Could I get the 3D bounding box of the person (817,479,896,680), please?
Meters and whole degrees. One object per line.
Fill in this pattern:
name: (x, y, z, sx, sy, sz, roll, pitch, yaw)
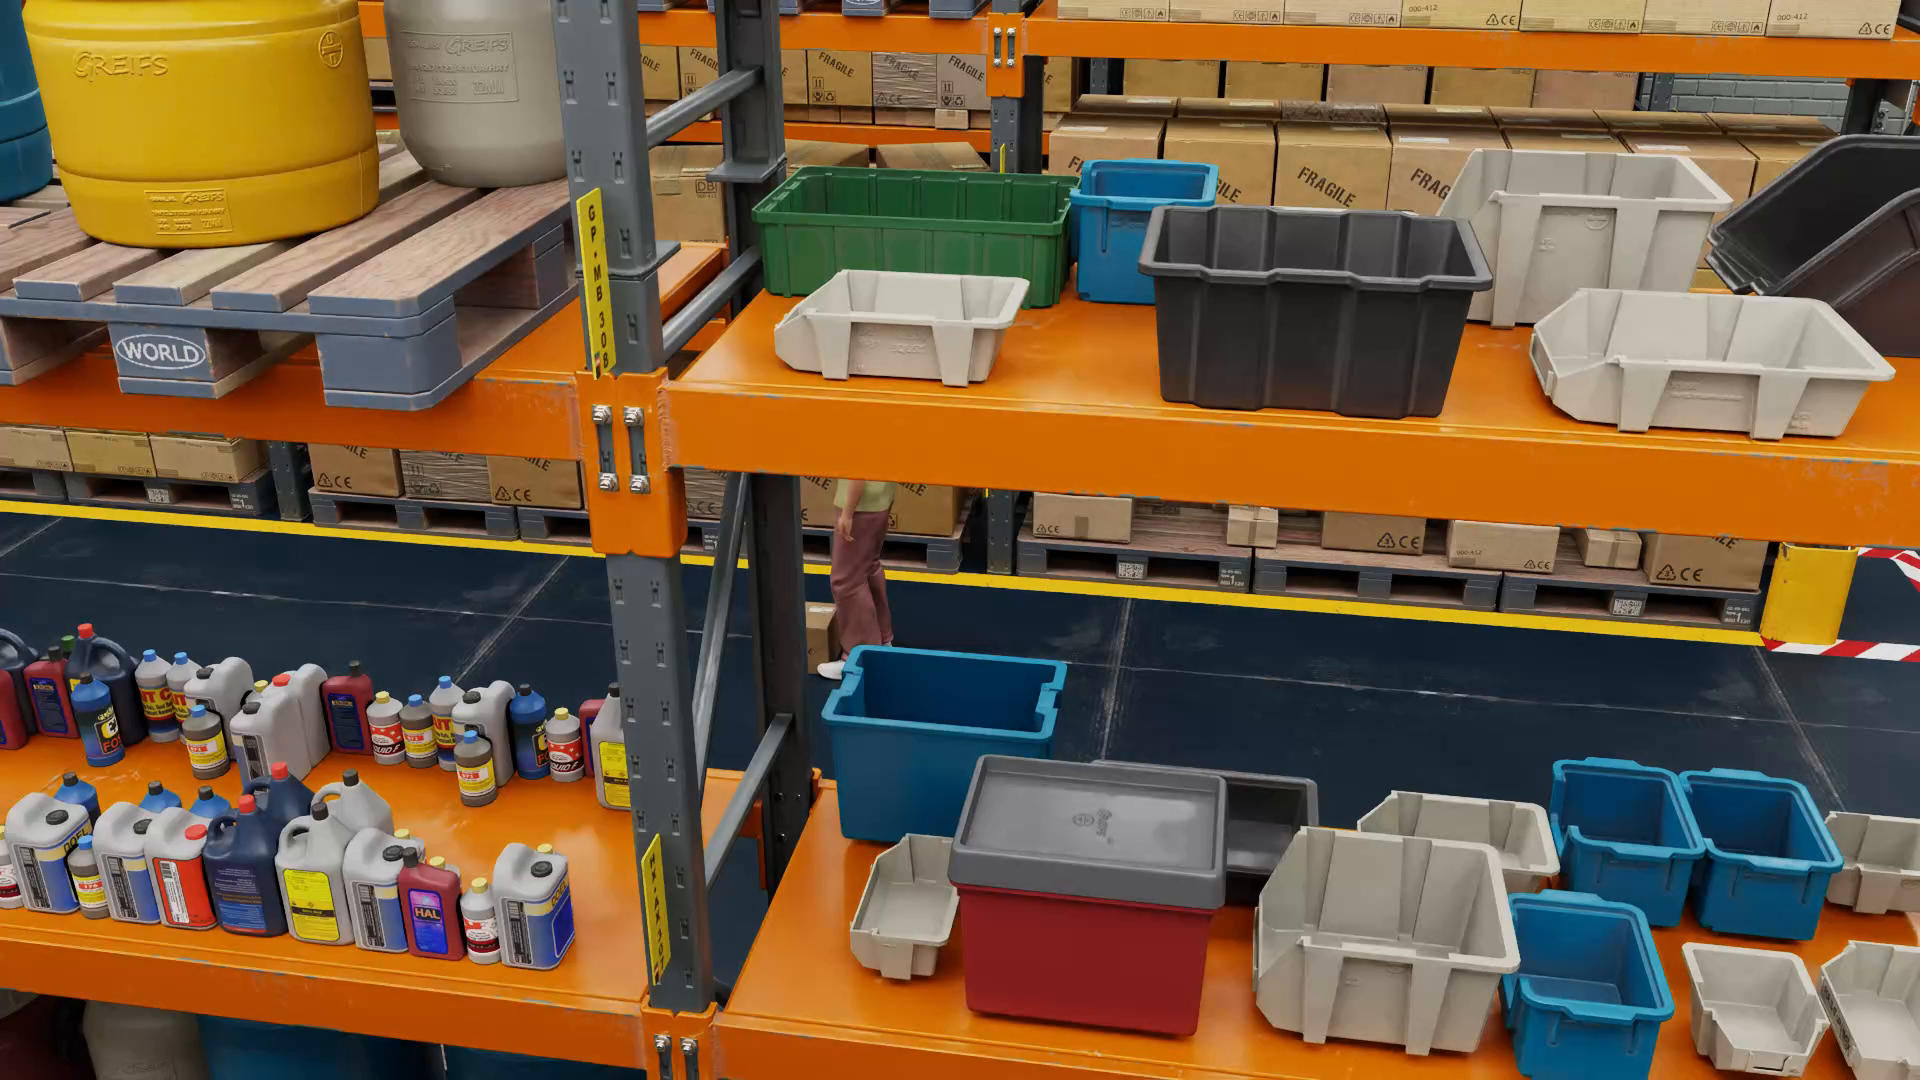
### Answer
person: (-0.472, -0.173, 7.480, 0.346, 1.672, 0.497, 4, 25, 9)
